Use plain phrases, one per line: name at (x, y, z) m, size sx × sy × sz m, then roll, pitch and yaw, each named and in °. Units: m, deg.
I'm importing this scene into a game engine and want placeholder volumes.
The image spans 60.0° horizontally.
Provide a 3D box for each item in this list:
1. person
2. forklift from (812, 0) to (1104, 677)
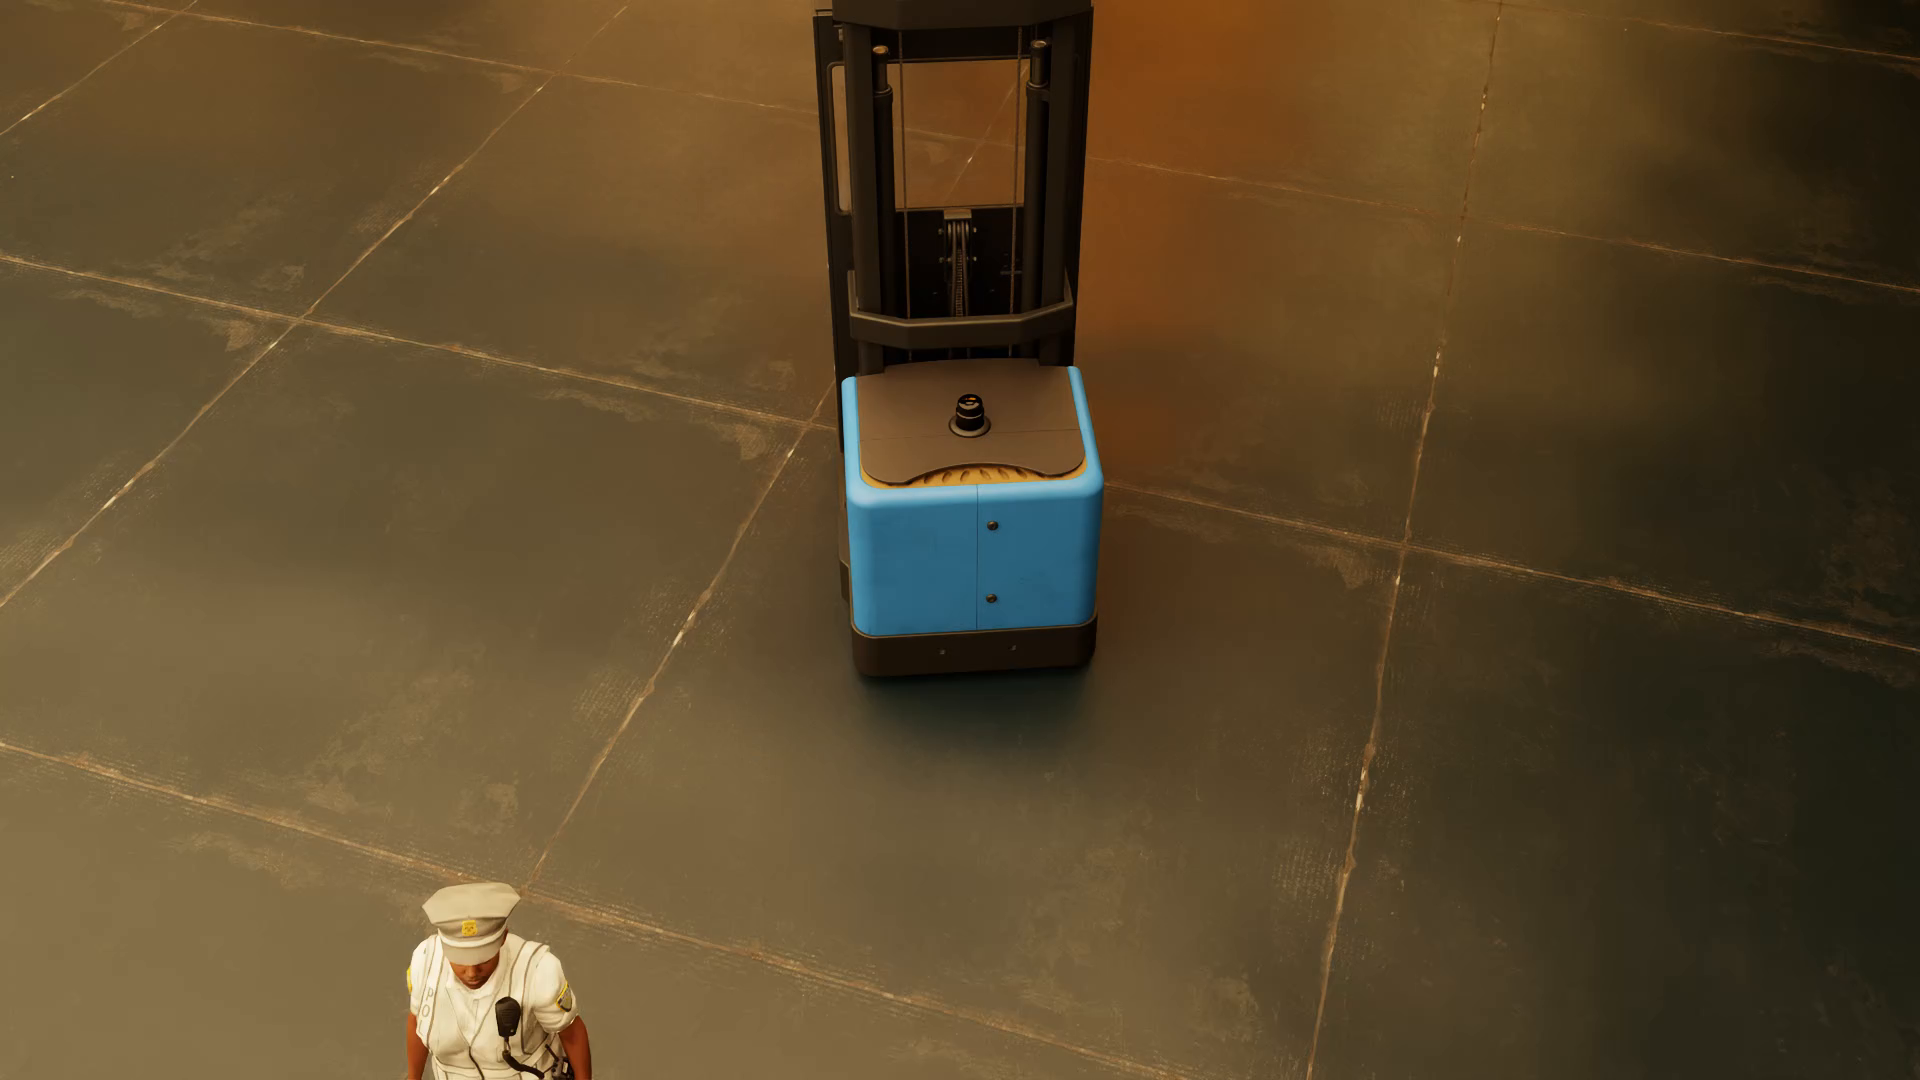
person at (-1.354, 1.631, 4.832) m, size 0.570 × 1.697 × 0.529 m, roll 2°, pitch 43°, yaw 2°
forklift at (-0.048, -1.486, 7.287) m, size 1.130 × 2.935 × 3.031 m, roll -3°, pitch 43°, yaw -3°
